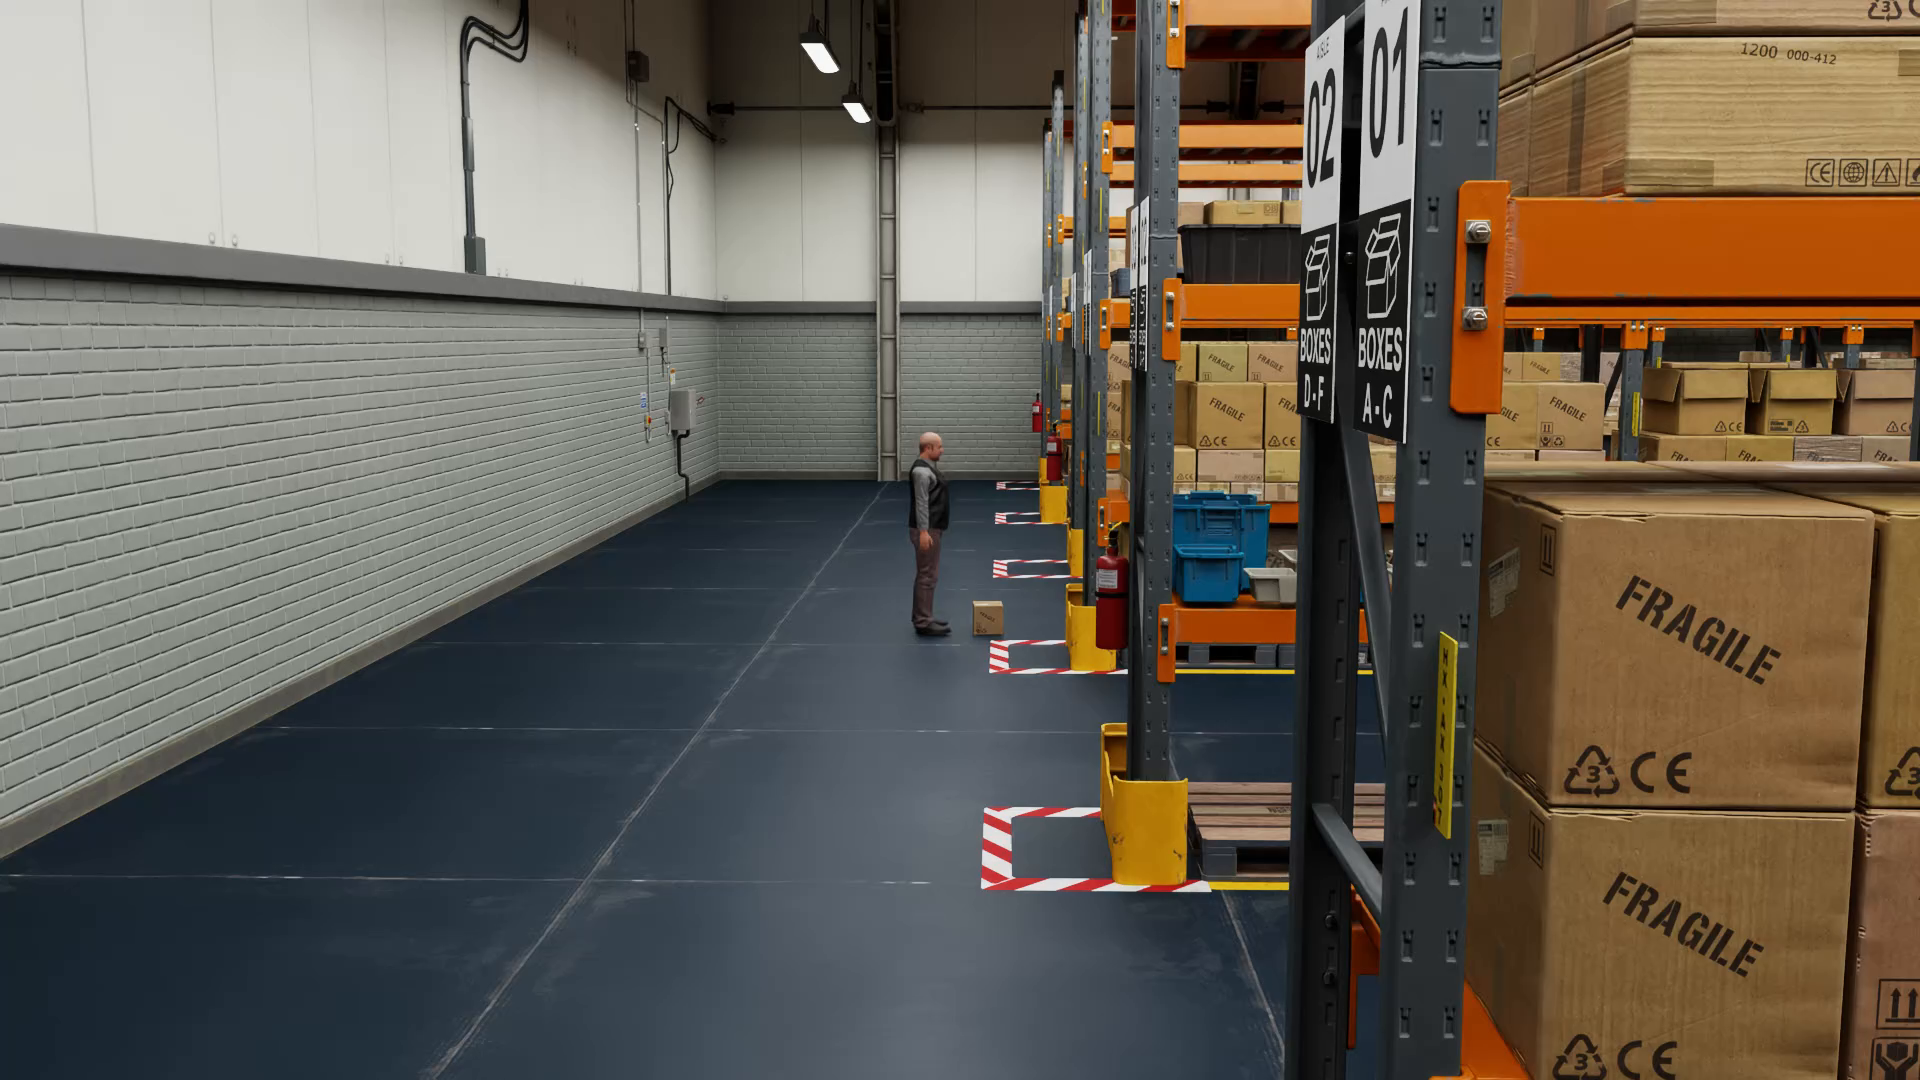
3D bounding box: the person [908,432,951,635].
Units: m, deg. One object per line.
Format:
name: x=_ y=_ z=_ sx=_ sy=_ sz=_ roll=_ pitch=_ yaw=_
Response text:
person: x=-0.255 y=-0.068 z=14.325 sx=0.380 sy=1.720 sz=0.539 roll=0 pitch=7 yaw=3
